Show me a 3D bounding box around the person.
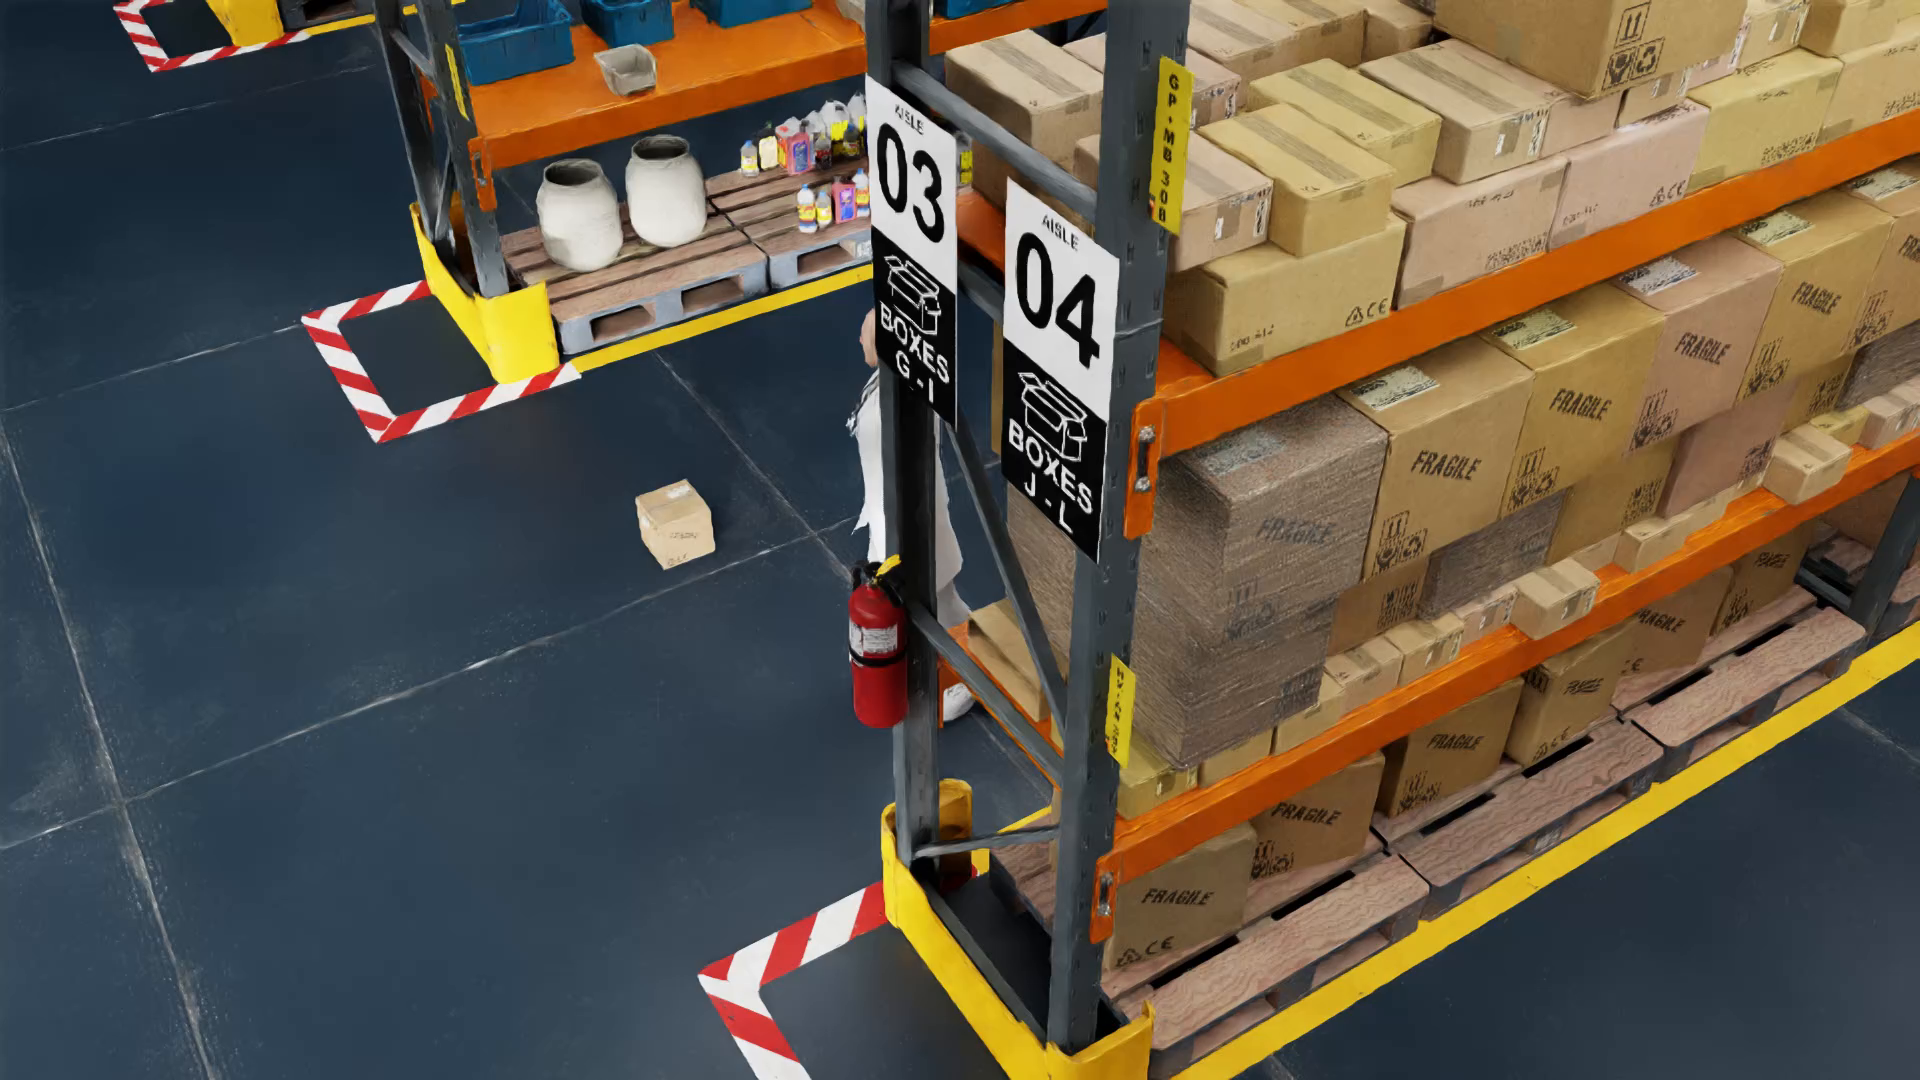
[{"bbox_3d":[-0.146,-0.099,6.287,0.634,1.768,0.611,0,40,0],"label":"person"}]
